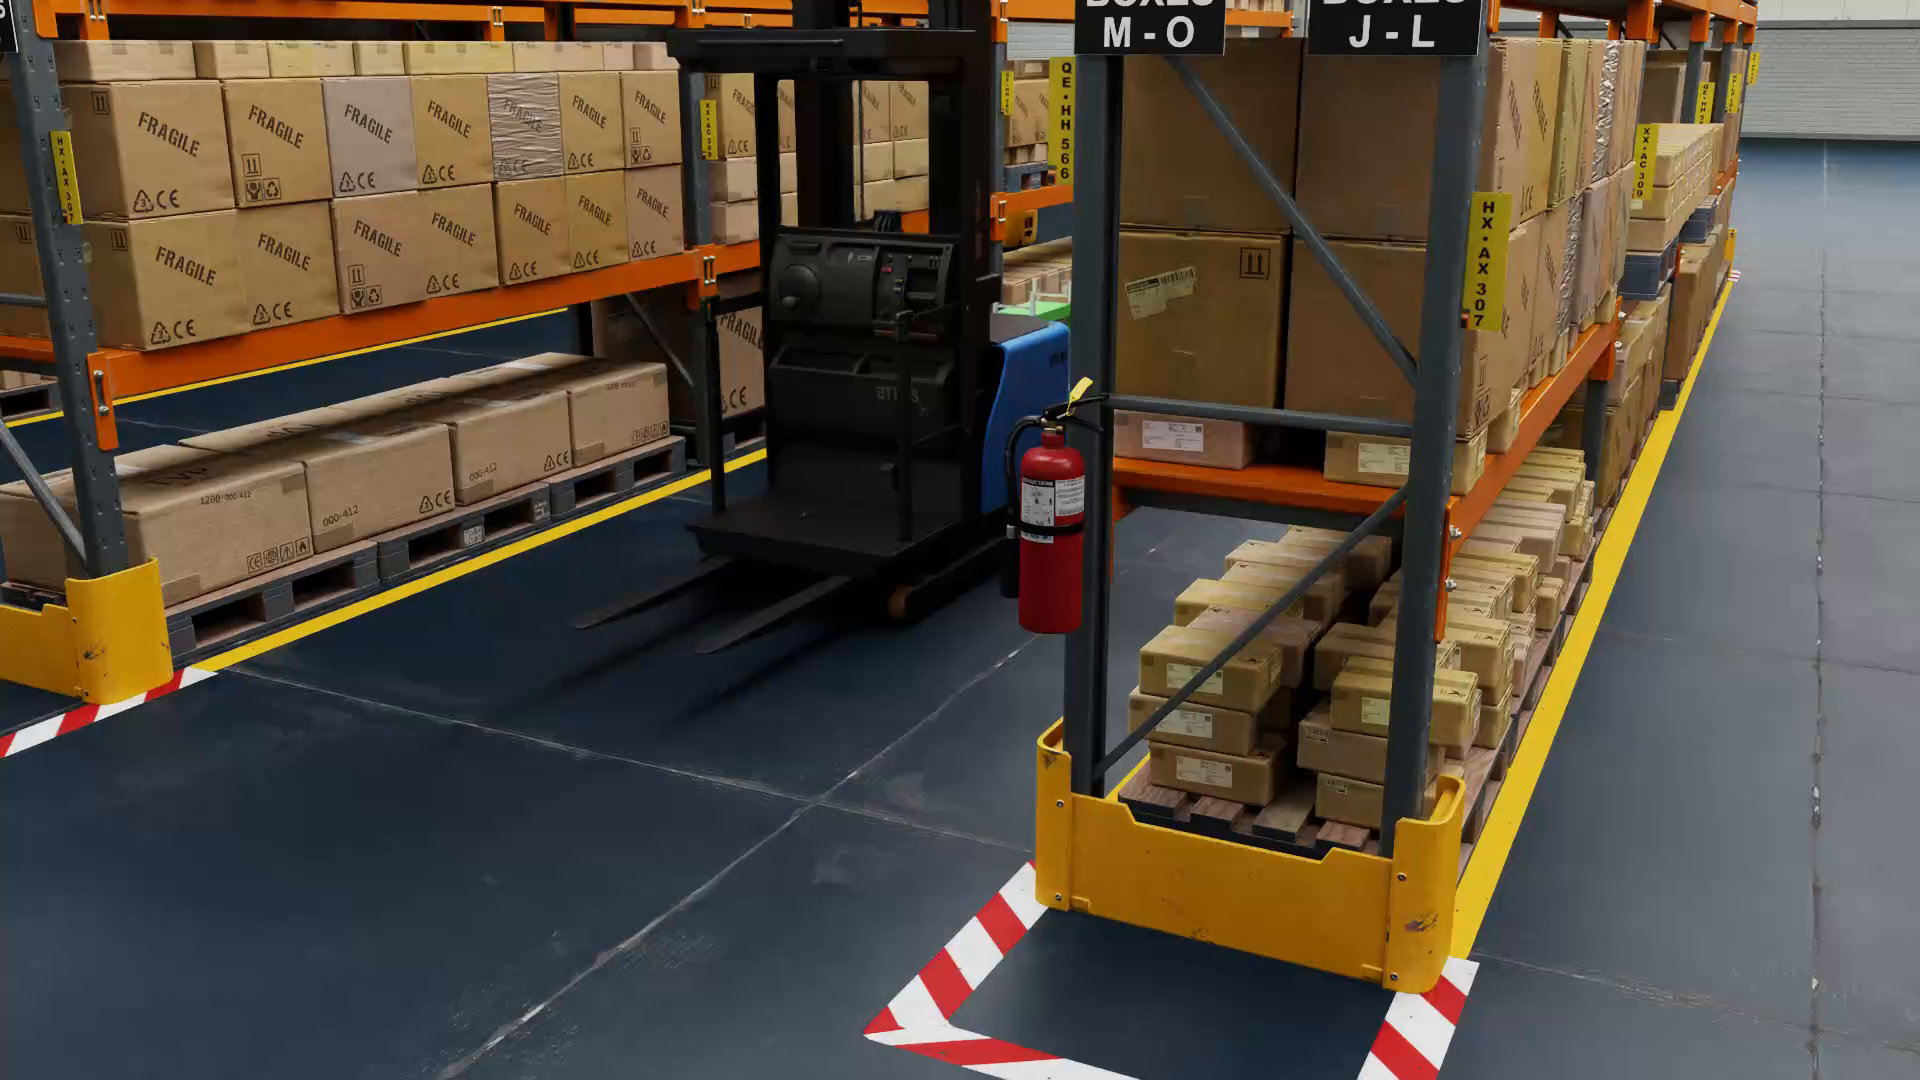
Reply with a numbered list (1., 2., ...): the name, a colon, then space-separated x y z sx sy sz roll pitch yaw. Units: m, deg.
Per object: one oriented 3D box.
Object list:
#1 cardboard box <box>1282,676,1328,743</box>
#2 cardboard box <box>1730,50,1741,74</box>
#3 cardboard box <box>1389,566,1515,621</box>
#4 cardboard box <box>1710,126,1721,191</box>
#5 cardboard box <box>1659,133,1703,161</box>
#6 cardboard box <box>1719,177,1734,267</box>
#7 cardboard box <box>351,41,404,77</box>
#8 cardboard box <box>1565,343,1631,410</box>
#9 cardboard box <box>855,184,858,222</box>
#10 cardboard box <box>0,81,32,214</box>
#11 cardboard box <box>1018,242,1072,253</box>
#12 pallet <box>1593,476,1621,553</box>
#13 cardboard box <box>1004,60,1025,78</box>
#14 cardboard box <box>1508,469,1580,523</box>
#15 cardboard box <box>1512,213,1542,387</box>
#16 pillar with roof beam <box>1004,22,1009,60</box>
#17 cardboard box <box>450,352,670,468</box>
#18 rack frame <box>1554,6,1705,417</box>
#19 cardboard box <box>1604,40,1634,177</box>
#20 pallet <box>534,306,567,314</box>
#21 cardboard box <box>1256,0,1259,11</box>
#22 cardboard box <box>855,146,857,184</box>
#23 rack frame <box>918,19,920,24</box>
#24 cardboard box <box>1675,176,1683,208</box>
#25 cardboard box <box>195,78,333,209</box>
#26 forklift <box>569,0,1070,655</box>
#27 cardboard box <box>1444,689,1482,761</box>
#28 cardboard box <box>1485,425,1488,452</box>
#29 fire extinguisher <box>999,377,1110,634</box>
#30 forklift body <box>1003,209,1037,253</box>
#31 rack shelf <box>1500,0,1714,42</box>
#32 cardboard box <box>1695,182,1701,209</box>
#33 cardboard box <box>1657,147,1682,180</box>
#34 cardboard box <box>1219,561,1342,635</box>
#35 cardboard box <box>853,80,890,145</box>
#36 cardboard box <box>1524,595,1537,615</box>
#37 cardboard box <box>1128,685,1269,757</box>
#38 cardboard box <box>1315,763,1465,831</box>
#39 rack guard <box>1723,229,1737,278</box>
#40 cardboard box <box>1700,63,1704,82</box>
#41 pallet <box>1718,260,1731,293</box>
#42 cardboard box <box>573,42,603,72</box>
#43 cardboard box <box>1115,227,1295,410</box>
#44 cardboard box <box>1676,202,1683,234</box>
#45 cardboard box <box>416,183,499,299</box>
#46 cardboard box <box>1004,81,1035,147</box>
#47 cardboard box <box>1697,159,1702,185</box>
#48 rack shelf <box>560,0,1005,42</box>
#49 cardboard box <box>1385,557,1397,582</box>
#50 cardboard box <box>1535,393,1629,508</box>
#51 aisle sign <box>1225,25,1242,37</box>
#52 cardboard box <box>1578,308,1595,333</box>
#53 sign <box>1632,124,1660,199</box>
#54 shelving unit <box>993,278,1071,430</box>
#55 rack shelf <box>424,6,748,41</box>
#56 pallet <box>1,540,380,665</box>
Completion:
1. cardboard box: 1.035 0.553 5.664 0.380 0.149 0.250 8 18 25
2. cardboard box: 6.831 -4.328 15.666 0.875 0.550 0.550 8 18 25
3. cardboard box: 1.717 0.196 5.819 0.380 0.149 0.250 9 19 28
4. cardboard box: 5.909 -3.126 13.605 0.500 0.500 0.500 8 18 25
5. cardboard box: 3.953 -2.208 9.350 0.380 0.149 0.250 9 19 28
6. cardboard box: 7.672 -3.394 17.677 0.875 0.875 0.875 8 18 26
7. cardboard box: -2.708 -2.143 7.400 0.380 0.149 0.250 8 18 26
8. cardboard box: 3.121 -0.853 8.463 0.500 0.250 0.500 7 18 23
9. cardboard box: -1.013 -2.207 10.950 0.500 0.250 0.500 8 18 25
10. cardboard box: -3.704 -1.601 6.716 0.500 0.500 0.500 9 19 27
11. cardboard box: 1.105 -2.602 15.893 0.950 0.372 0.625 9 19 29
12. pallet: 2.901 -0.198 8.819 1.003 0.211 1.213 8 18 25
13. cardboard box: 0.347 -4.114 14.533 0.380 0.149 0.250 7 18 23
14. cardboard box: 2.445 -0.197 7.146 0.380 0.149 0.250 8 18 25
15. cardboard box: 1.431 -0.726 5.003 0.500 0.500 0.500 8 18 25
16. pillar with roof beam: 4.415 -9.421 24.437 9.100 9.000 0.400 8 18 25
17. cardboard box: -2.296 -0.767 9.600 0.875 0.438 0.875 8 18 25
18. rack frame: 4.342 -2.355 11.184 1.000 3.000 0.127 8 18 25
19. cardboard box: 2.360 -1.719 6.590 0.500 0.500 0.500 7 18 24
20. pallet: -4.171 -2.457 16.427 1.003 0.211 1.213 8 18 25
21. cardboard box: 3.130 -6.001 18.632 0.380 0.149 0.250 8 18 26
22. cardboard box: -1.013 -2.445 10.874 0.500 0.250 0.500 8 18 26
23. rack frame: -1.000 -5.627 22.201 1.000 3.000 0.127 8 18 25
24. cardboard box: 3.371 -1.733 8.273 0.380 0.149 0.250 9 19 27
25. cardboard box: -3.013 -1.667 6.936 0.500 0.500 0.500 8 18 24
26. forklift: -0.552 -1.187 7.372 1.130 2.935 3.031 8 19 26
27. cardboard box: 1.403 0.542 5.177 0.380 0.149 0.250 8 18 25
28. cardboard box: 1.282 -0.307 4.732 0.380 0.149 0.250 9 19 27
29. fire extinguisher: 0.241 -0.096 4.369 0.296 0.674 0.183 8 18 25
30. forklift body: -0.215 -4.505 19.914 2.313 2.155 1.214 8 18 25
31. rack shelf: 3.448 -2.938 9.144 1.077 0.370 4.000 8 18 25
32. cardboard box: 4.191 -2.060 9.895 0.380 0.149 0.250 8 18 25
33. cardboard box: 3.261 -1.816 8.027 0.380 0.149 0.250 9 19 27
34. cardboard box: 1.115 0.199 5.809 0.380 0.149 0.250 7 18 23
35. cardboard box: -0.811 -2.936 11.208 0.500 0.500 0.500 8 18 24
36. cardboard box: 2.045 0.294 6.535 0.380 0.149 0.250 8 19 26
37. cardboard box: 0.747 0.535 5.202 0.380 0.149 0.250 8 18 24
38. cardboard box: 1.287 0.756 4.981 0.380 0.149 0.250 9 19 26
39. rack guard: 7.927 -3.200 18.421 1.175 0.500 0.348 8 18 25
40. cardboard box: 5.458 -3.514 13.154 0.700 0.500 0.500 8 18 26
41. pallet: 7.629 -2.842 17.722 1.003 0.211 1.213 8 18 25
42. cardboard box: -2.107 -2.543 8.749 0.380 0.149 0.250 8 18 25
43. cardboard box: 0.737 -0.655 4.762 0.500 0.500 0.500 9 19 26
44. cardboard box: 3.489 -1.657 8.538 0.380 0.149 0.250 8 18 26
45. cardboard box: -2.582 -1.444 7.942 0.500 0.500 0.500 9 19 27
46. cardboard box: 0.276 -3.436 13.388 0.500 0.500 0.500 8 18 24
47. cardboard box: 4.070 -2.132 9.616 0.380 0.149 0.250 8 18 25
48. rack shelf: -1.026 -3.542 11.178 1.077 0.370 4.000 8 18 25
49. cardboard box: 1.560 0.073 6.758 0.380 0.149 0.250 8 18 25
50. cardboard box: 3.122 -0.493 8.570 0.500 0.500 0.500 9 19 28
51. aisle sign: 3.193 -6.298 19.894 0.394 0.787 0.004 8 18 25
52. cardboard box: 2.445 -0.973 6.973 0.380 0.149 0.250 9 19 28
53. sign: 3.043 -1.684 7.404 0.100 0.325 0.005 8 18 25
54. shelving unit: 0.396 -0.787 9.068 0.258 1.200 0.503 8 19 26
55. rack shelf: -3.681 -5.192 16.731 1.077 0.370 4.000 8 18 25
56. pallet: -3.419 0.202 7.473 1.003 0.211 1.213 8 18 25
